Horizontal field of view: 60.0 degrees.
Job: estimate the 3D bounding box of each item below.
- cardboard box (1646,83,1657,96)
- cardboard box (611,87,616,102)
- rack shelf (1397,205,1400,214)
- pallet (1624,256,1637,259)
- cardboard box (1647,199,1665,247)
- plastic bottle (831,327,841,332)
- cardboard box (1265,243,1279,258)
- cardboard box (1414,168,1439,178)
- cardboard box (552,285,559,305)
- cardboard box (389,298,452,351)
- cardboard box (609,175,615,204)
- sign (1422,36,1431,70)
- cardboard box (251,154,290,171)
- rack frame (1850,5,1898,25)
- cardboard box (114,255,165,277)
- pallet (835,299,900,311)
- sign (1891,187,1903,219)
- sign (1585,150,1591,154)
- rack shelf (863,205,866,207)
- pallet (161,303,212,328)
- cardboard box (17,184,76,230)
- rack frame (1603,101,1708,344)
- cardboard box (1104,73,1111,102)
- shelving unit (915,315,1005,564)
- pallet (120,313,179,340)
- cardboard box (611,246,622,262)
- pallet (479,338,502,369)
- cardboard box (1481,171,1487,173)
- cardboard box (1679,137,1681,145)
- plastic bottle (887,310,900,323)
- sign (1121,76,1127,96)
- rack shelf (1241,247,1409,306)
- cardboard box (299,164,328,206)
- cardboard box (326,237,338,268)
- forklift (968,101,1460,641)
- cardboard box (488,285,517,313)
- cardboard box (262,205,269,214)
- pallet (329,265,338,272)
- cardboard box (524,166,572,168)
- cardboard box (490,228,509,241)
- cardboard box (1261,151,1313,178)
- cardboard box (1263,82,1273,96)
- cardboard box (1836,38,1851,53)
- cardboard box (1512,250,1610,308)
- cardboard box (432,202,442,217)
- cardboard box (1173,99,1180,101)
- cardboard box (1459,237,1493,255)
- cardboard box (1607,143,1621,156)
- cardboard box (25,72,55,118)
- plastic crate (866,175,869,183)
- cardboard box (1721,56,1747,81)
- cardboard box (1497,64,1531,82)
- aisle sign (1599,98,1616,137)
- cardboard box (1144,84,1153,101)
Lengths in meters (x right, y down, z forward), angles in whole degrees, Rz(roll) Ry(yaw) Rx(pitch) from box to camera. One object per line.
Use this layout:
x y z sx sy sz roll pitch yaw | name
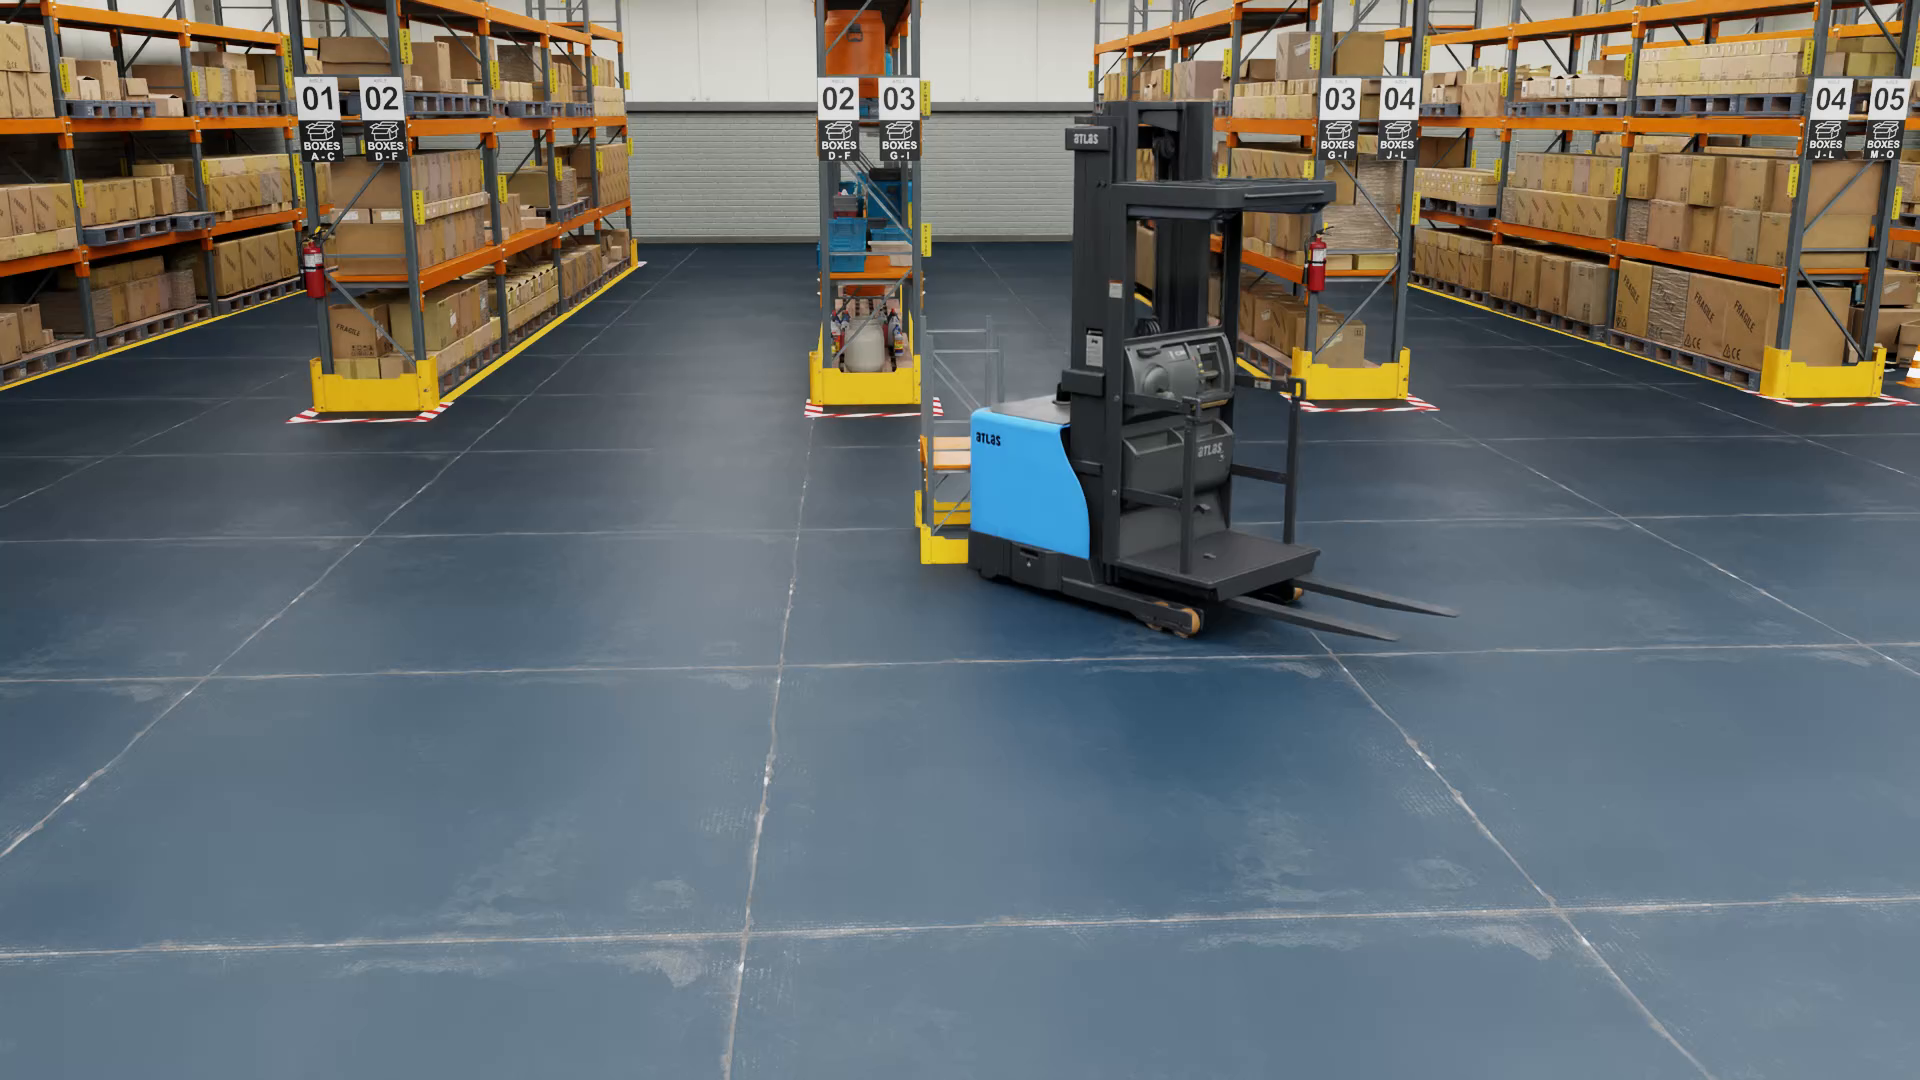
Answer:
8.466 -5.398 19.926 0.380 0.149 0.250 -1 14 -3 | cardboard box
-6.478 -8.006 29.899 0.500 0.250 0.500 -1 14 -3 | cardboard box
8.145 -6.114 30.712 1.077 0.370 4.000 -1 14 -3 | rack shelf
13.155 -5.210 31.353 1.003 0.211 1.213 -1 14 -3 | pallet
8.856 -3.820 20.051 0.875 0.550 0.550 -1 14 -3 | cardboard box
-1.436 -2.294 19.005 0.152 0.276 0.135 -1 14 -5 | plastic bottle
3.634 -3.246 18.628 0.380 0.149 0.250 -1 14 -3 | cardboard box
7.858 -6.160 27.916 0.380 0.149 0.250 0 14 -2 | cardboard box
-6.052 -3.511 23.828 0.500 0.250 0.500 -1 14 -2 | cardboard box
-5.676 -2.273 17.511 0.500 0.500 0.500 -1 14 -3 | cardboard box
-6.399 -6.192 29.373 0.500 0.500 0.500 -1 14 -4 | cardboard box
4.597 -4.813 16.440 0.100 0.325 0.005 -1 14 -3 | sign
-11.235 -6.137 27.016 0.500 0.250 0.500 -1 14 -2 | cardboard box
17.909 -10.044 32.504 1.000 3.000 0.127 -1 14 -3 | rack frame
-11.202 -3.734 22.647 0.500 0.250 0.500 -1 14 -2 | cardboard box
-1.374 -3.298 23.922 1.003 0.211 1.213 -1 14 -3 | pallet
9.567 -3.445 16.999 0.100 0.325 0.005 -1 14 -3 | sign
14.620 -8.910 38.478 0.339 0.242 0.001 -1 14 -3 | sign
-1.755 -5.986 30.215 1.077 0.370 4.000 -1 14 -3 | rack shelf
-11.225 -3.144 23.323 1.003 0.211 1.213 -1 14 -3 | pallet
-10.686 -3.882 19.349 0.500 0.500 0.500 -1 14 -4 | cardboard box
8.764 -3.975 20.956 1.000 3.000 0.127 -1 14 -3 | rack frame
3.065 -8.391 30.854 0.700 0.500 0.500 -1 14 -5 | cardboard box
0.004 -0.708 11.266 0.587 1.500 1.083 -1 14 -3 | shelving unit
-11.152 -2.841 22.146 1.003 0.211 1.213 -1 14 -3 | pallet
-6.515 -5.269 30.621 0.500 0.250 0.500 -1 14 -3 | cardboard box
-6.072 -2.223 19.742 1.003 0.211 1.213 -1 14 -3 | pallet
8.587 -5.847 26.697 0.380 0.149 0.250 -1 14 -4 | cardboard box
12.958 -7.052 29.406 0.380 0.149 0.250 -1 14 -2 | cardboard box
-0.796 -2.574 19.943 0.144 0.351 0.185 -2 15 -6 | plastic bottle
2.758 -7.646 28.006 0.100 0.325 0.005 -1 14 -3 | sign
3.932 -3.078 18.913 1.077 0.370 4.000 -1 14 -3 | rack shelf
-11.576 -6.146 28.791 0.980 0.700 0.700 -1 14 -5 | cardboard box
-11.521 -5.117 29.567 0.700 0.500 0.500 -1 14 -2 | cardboard box
1.436 -1.013 9.582 1.130 2.935 3.031 -14 20 -42 | forklift
-5.857 -3.022 20.800 0.500 0.311 0.500 -1 14 -3 | cardboard box
-11.182 -5.238 26.329 0.380 0.149 0.250 -1 14 -3 | cardboard box
-11.567 -4.828 29.867 1.003 0.211 1.213 -1 14 -3 | pallet
-6.769 -5.892 27.362 0.700 0.500 0.500 -6 16 -22 | cardboard box
-5.931 -3.873 21.065 0.380 0.149 0.250 -1 14 -3 | cardboard box
3.687 -4.112 18.683 0.500 0.500 0.500 -1 14 -3 | cardboard box
3.639 -5.087 18.760 0.380 0.149 0.250 -1 14 -5 | cardboard box
9.295 -5.100 17.167 0.380 0.149 0.250 -1 14 -3 | cardboard box
8.522 -3.714 23.612 1.050 0.750 0.750 -1 14 -3 | cardboard box
-5.707 -3.497 17.596 0.380 0.149 0.250 -1 14 -5 | cardboard box
3.335 -6.178 23.798 0.500 0.250 0.500 -1 14 -2 | cardboard box
8.170 -4.617 26.121 0.500 0.250 0.500 -1 14 -3 | cardboard box
12.740 -7.341 31.833 0.500 0.500 0.500 -1 14 -5 | cardboard box
-10.746 -5.083 19.000 0.500 0.500 0.500 0 14 -2 | cardboard box
-1.436 -6.123 29.054 0.402 0.464 0.583 -1 14 -3 | plastic crate
8.643 -5.123 18.058 0.500 0.250 0.500 -1 14 -4 | cardboard box
8.232 -6.938 24.716 0.396 0.266 0.258 -1 14 -3 | cardboard box
12.661 -8.333 32.678 0.394 0.787 0.004 -1 14 -3 | aisle sign
3.290 -7.252 27.008 0.500 0.311 0.500 -1 14 -5 | cardboard box
